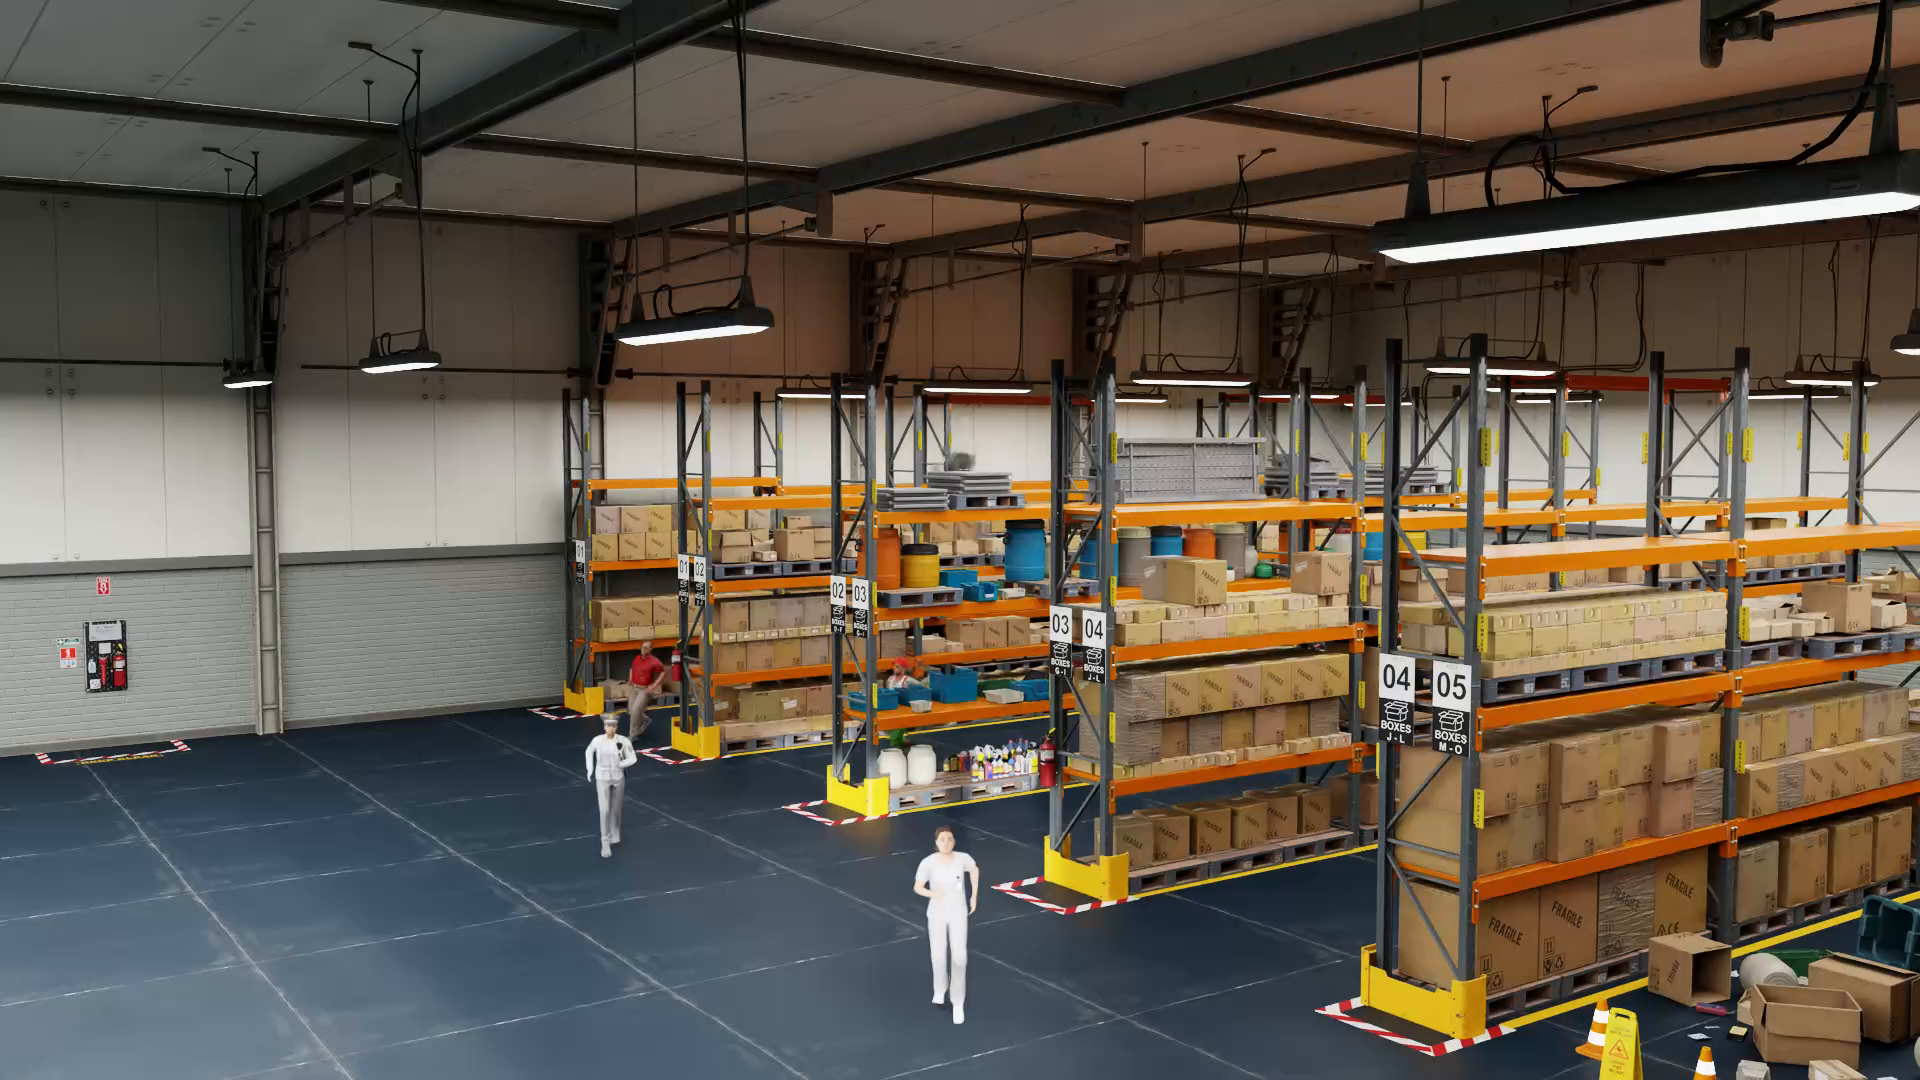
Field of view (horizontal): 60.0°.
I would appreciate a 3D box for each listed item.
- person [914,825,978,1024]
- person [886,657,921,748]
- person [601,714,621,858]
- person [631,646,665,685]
[{"bbox_3d":[-0.119,3.380,14.766,0.584,1.728,0.745,0,4,-3],"label":"person"},{"bbox_3d":[-0.911,2.652,25.105,0.623,1.768,0.971,3,5,43],"label":"person"},{"bbox_3d":[-4.303,2.980,20.541,0.282,1.707,0.835,-1,4,-13],"label":"person"},{"bbox_3d":[-5.287,2.105,27.857,0.676,0.679,0.351,2,4,29],"label":"person"}]
